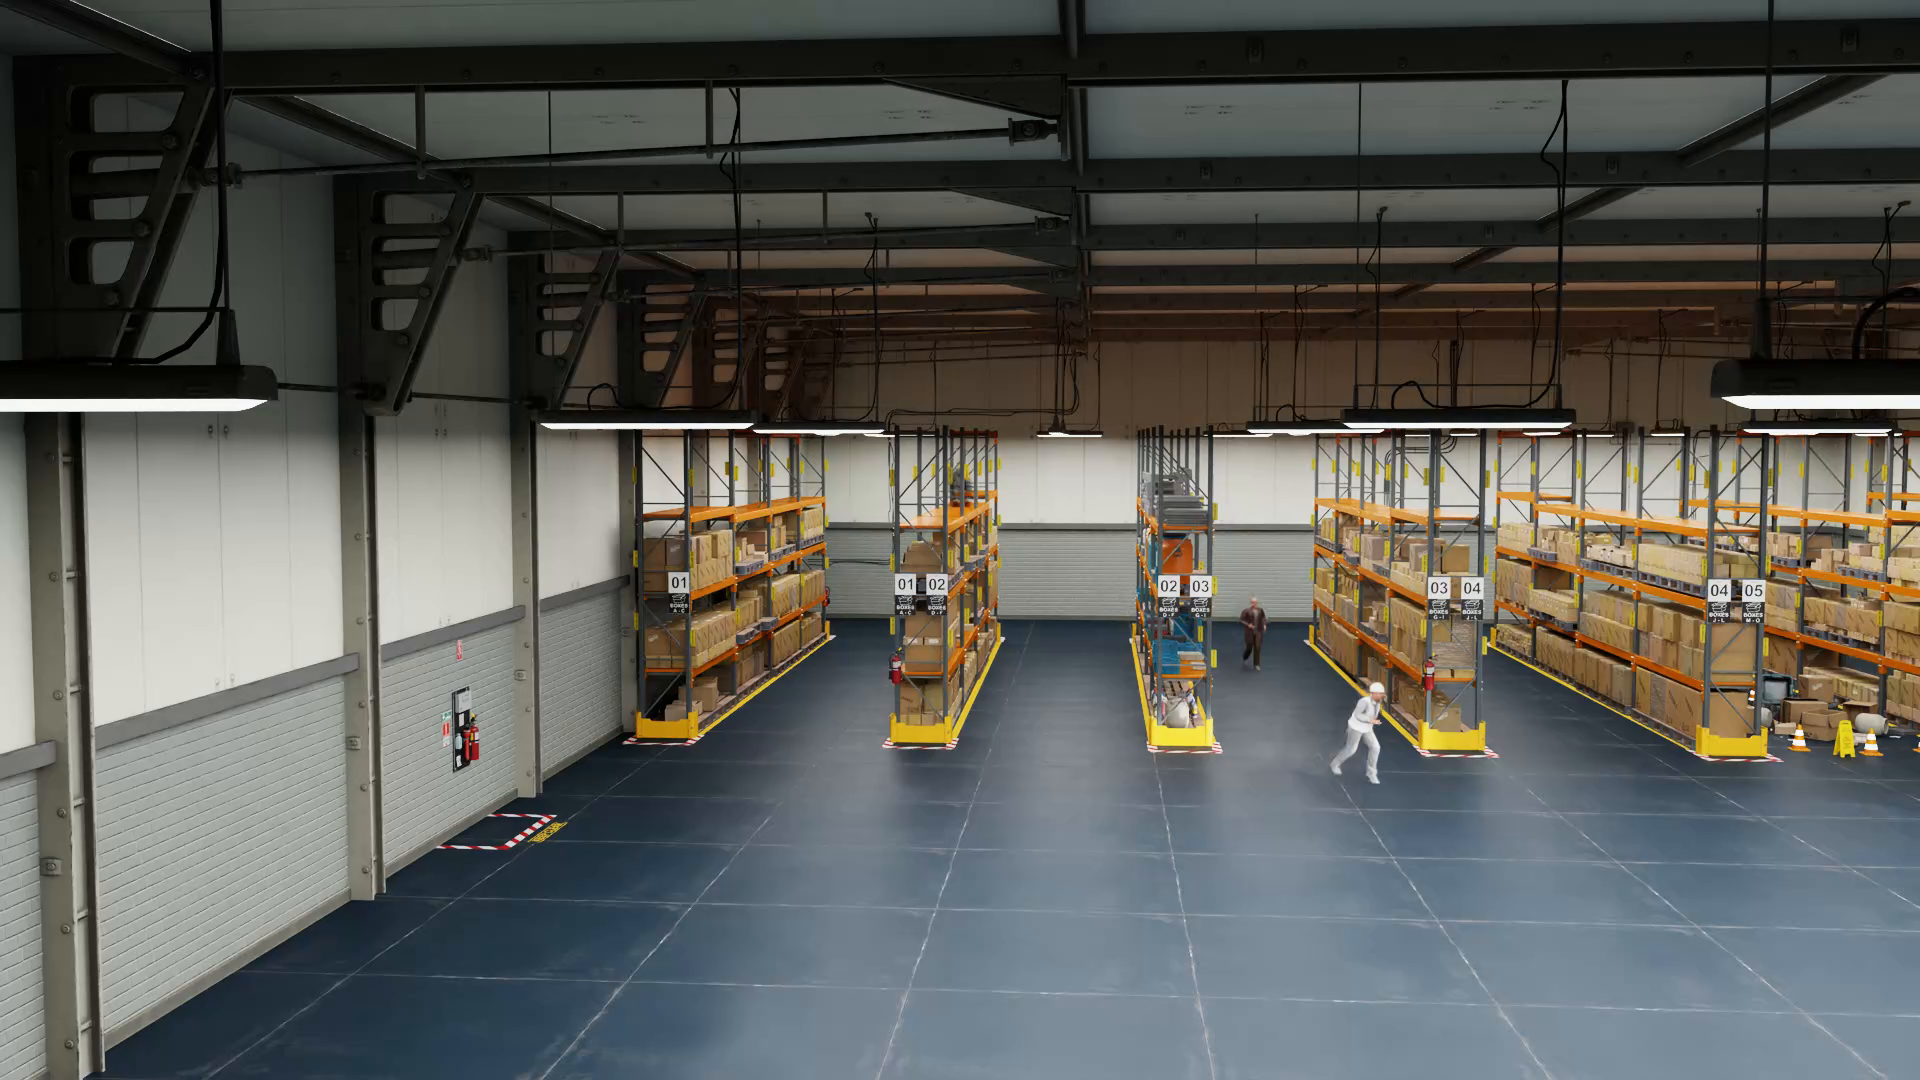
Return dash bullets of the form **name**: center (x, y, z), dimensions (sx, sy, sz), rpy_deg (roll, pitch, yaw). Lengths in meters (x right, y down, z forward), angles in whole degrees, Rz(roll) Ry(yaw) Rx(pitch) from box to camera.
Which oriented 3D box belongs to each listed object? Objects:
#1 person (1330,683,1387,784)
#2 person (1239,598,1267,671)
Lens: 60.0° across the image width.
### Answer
- **person**: center (6.716, 3.225, 27.988), dimensions (1.037, 1.733, 0.702), rpy_deg (3, 5, 45)
- **person**: center (7.325, 2.384, 41.561), dimensions (0.733, 1.698, 0.925), rpy_deg (0, 3, -8)
